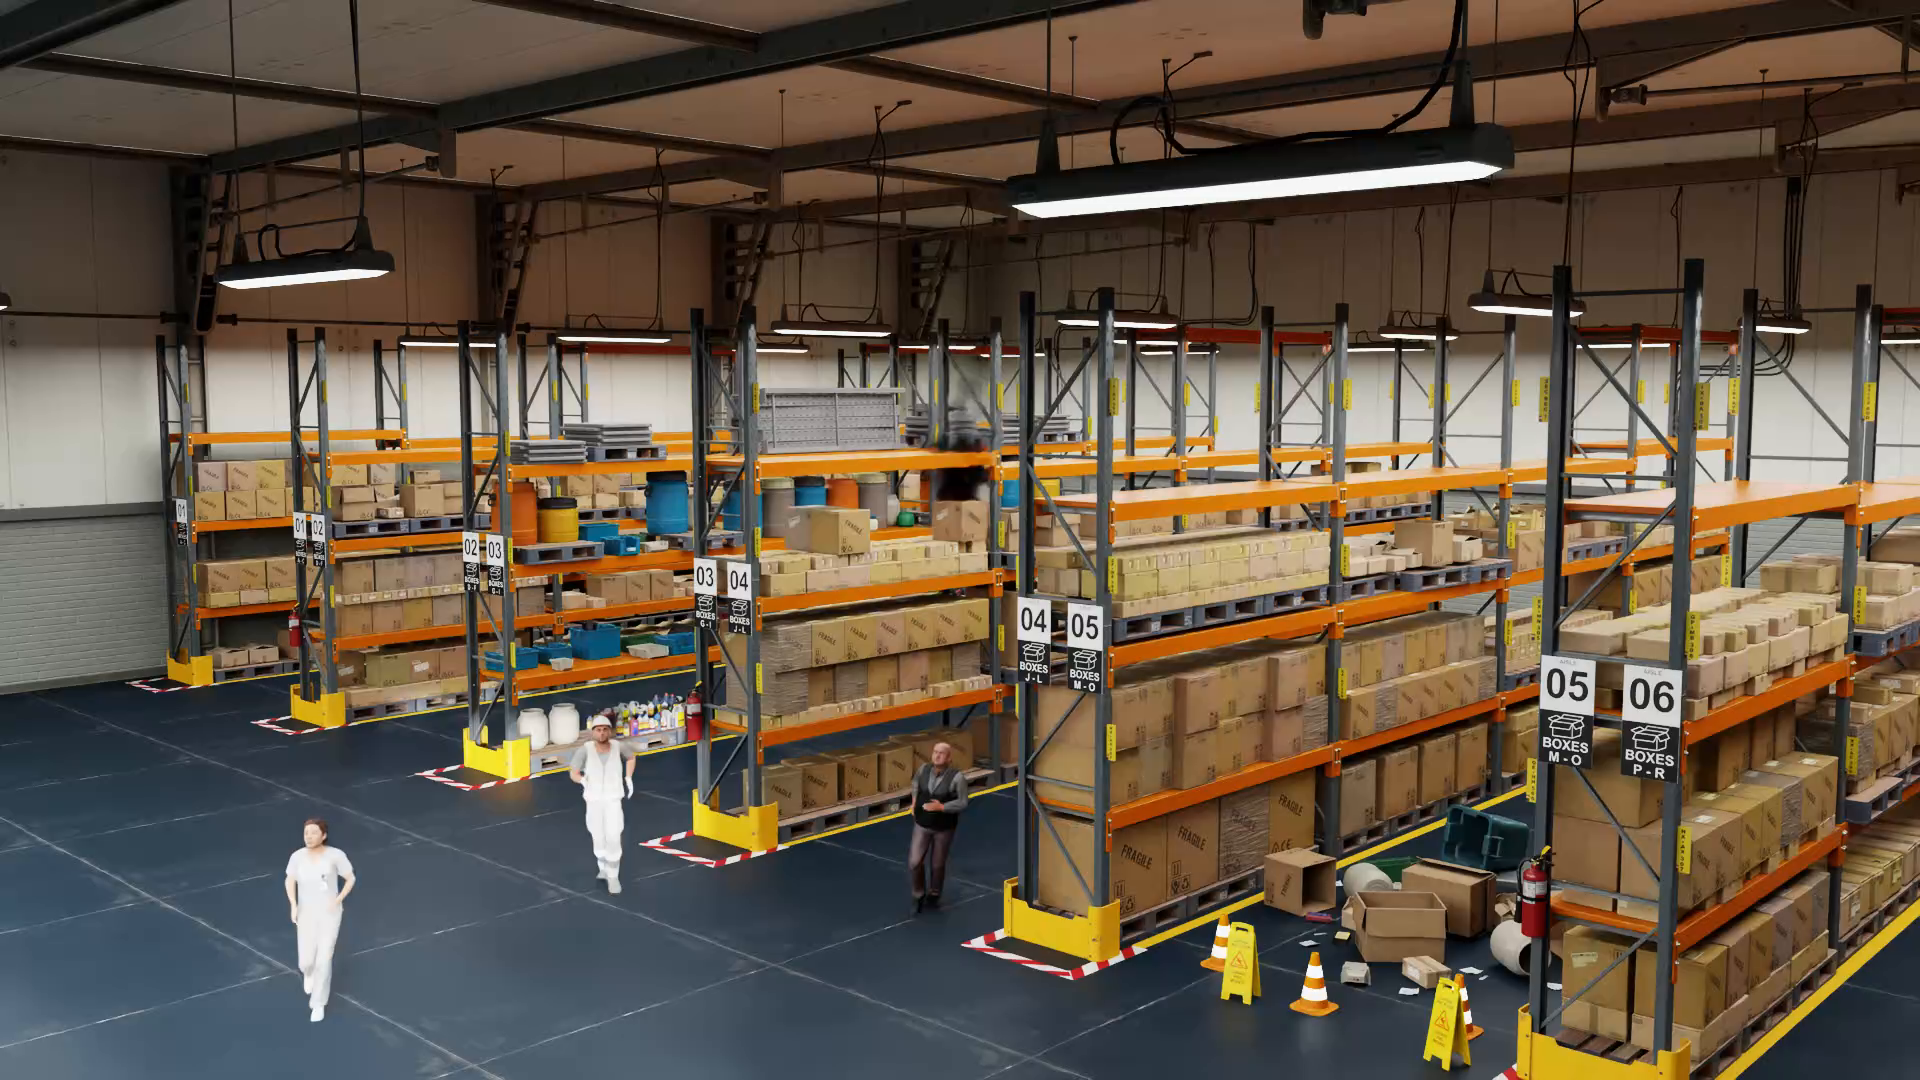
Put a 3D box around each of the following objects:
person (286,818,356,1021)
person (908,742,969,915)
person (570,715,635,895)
[{"bbox_3d":[-5.244,3.082,13.644,0.561,1.639,0.554,-1,5,-10],"label":"person"},{"bbox_3d":[-0.199,2.815,16.179,0.641,1.753,0.661,2,6,16],"label":"person"},{"bbox_3d":[-3.648,2.687,16.966,0.641,1.826,0.763,-1,5,-7],"label":"person"}]
